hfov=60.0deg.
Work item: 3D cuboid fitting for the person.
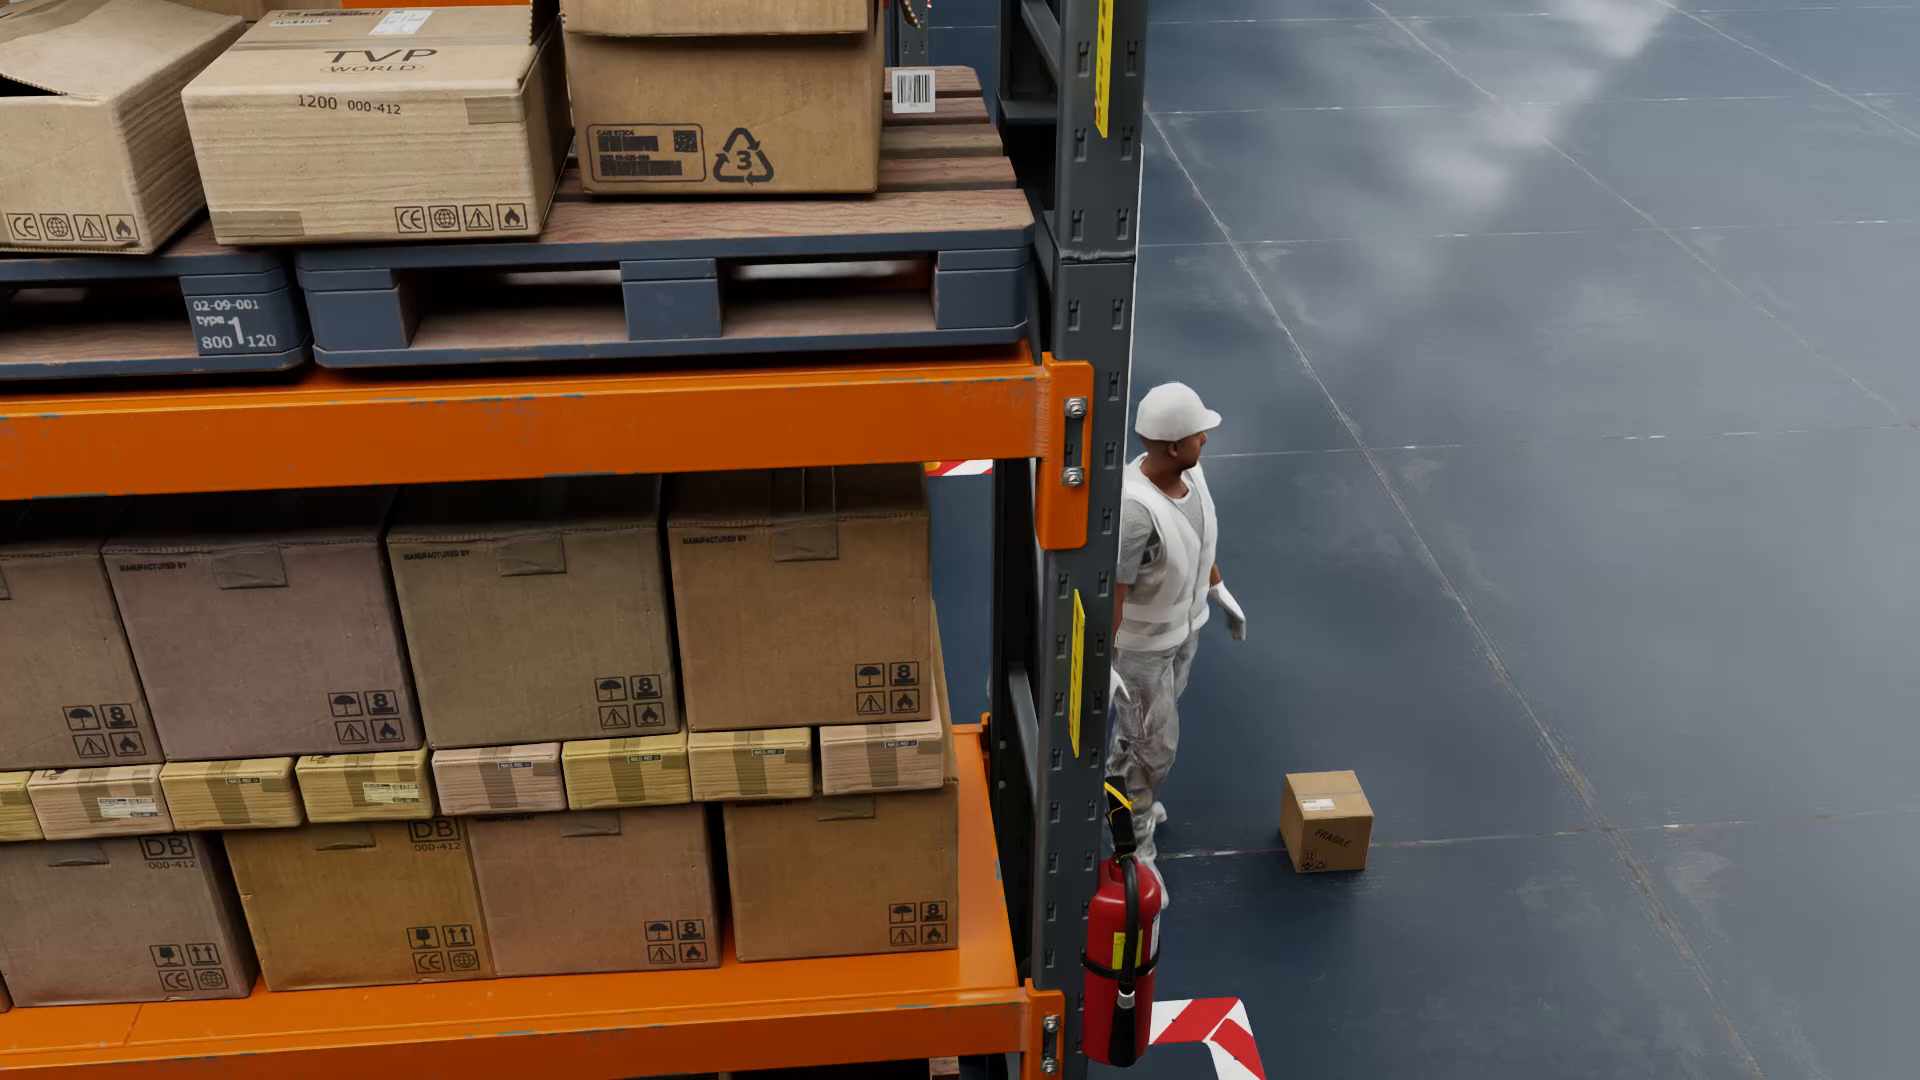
[{"bbox_3d":[0.645,0.338,5.561,0.549,1.820,0.717,25,39,36],"label":"person"}]
